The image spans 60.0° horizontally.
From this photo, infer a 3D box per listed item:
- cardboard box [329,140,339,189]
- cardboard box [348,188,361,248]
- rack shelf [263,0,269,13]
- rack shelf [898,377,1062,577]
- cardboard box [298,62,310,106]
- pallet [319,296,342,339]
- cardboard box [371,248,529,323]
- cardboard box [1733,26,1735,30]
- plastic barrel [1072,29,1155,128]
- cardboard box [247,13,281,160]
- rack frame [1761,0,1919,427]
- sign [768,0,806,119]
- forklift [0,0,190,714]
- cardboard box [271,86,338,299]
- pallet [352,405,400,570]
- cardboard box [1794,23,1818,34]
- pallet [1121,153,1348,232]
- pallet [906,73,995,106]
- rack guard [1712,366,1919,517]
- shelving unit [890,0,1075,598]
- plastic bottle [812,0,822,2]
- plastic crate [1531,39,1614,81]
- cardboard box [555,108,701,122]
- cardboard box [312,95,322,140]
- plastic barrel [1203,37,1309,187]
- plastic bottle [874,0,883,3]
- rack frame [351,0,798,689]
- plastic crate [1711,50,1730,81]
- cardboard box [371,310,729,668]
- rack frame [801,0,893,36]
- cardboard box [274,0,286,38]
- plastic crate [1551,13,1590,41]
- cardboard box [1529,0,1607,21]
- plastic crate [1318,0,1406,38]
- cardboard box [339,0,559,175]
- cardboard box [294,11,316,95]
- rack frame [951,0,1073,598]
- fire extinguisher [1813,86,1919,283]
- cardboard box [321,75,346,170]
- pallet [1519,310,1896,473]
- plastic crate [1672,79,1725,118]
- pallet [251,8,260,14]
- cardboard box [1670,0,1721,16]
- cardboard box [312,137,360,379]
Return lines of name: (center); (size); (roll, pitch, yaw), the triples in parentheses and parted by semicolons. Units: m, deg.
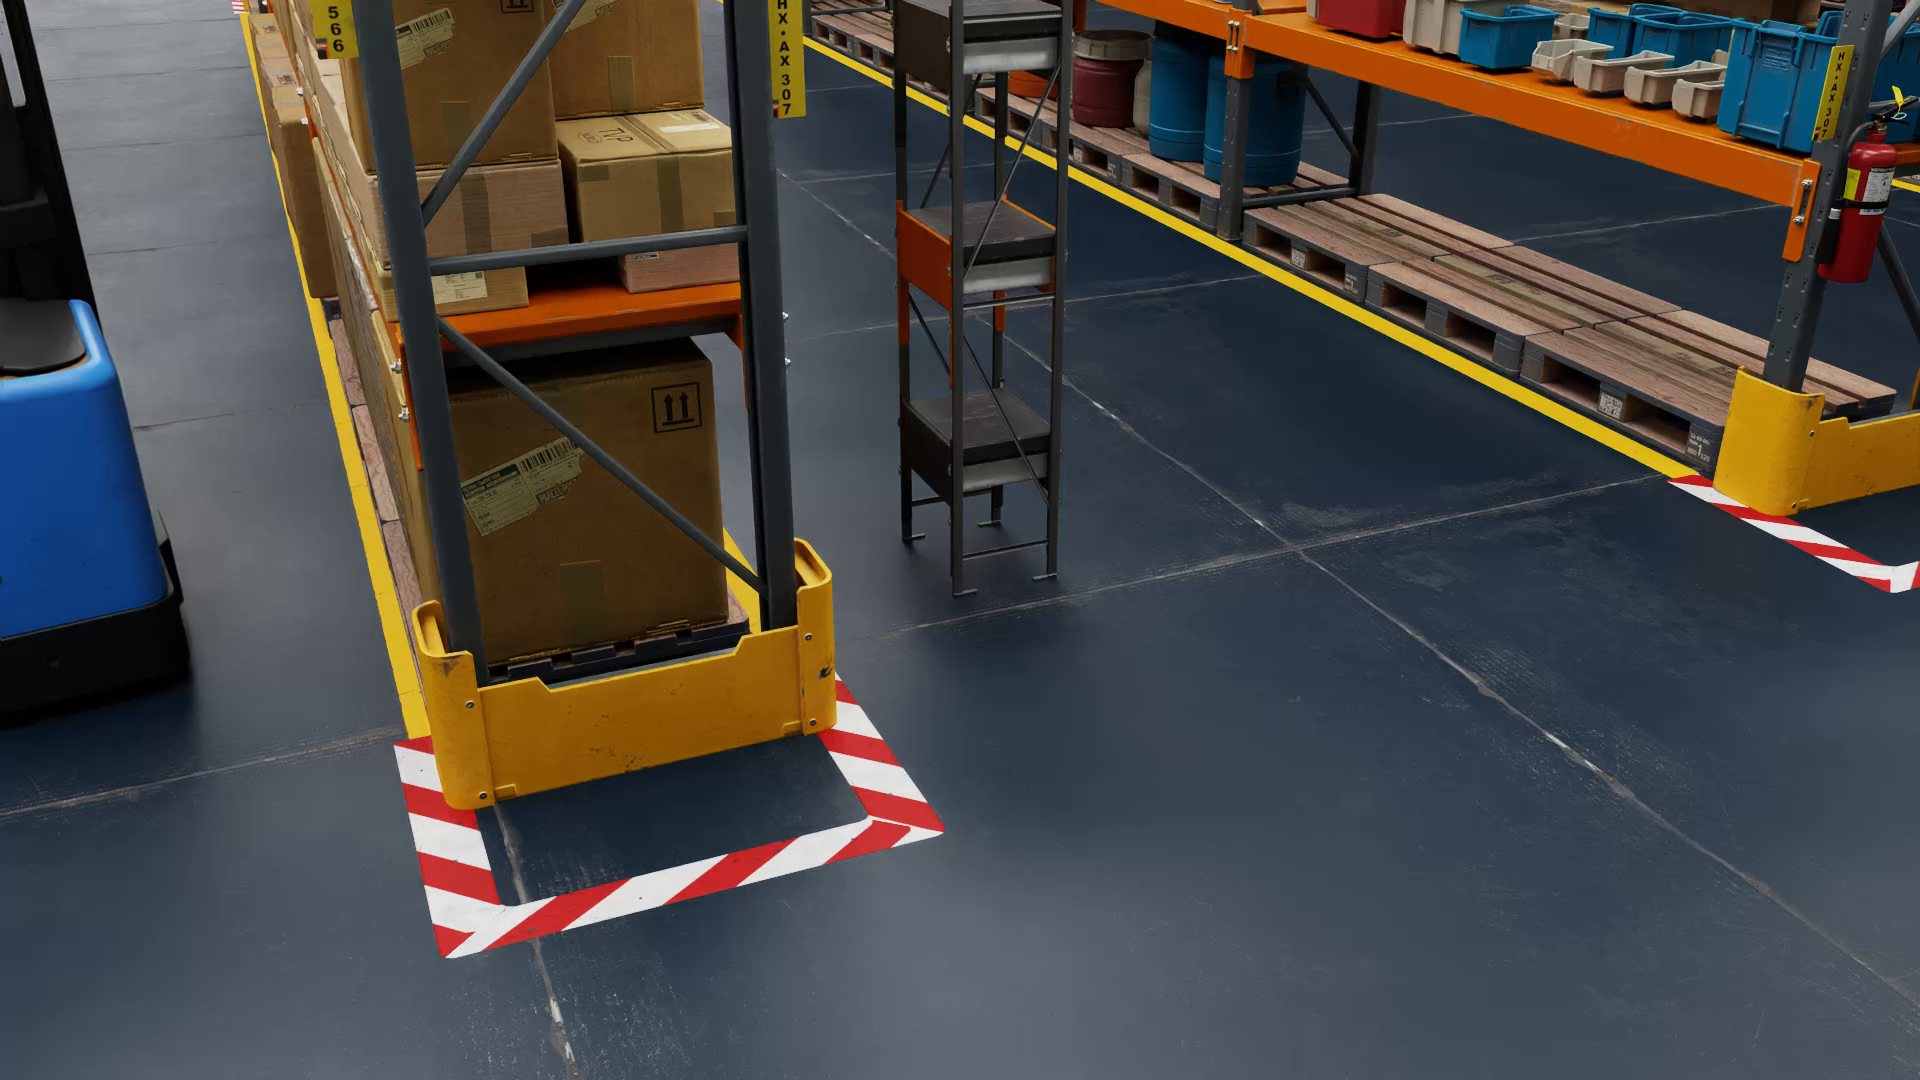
cardboard box: (-2.013, -1.347, 5.876); (0.380, 0.149, 0.250); (-10, 28, -20)
cardboard box: (-1.712, -1.037, 5.242); (0.380, 0.149, 0.250); (-10, 28, -20)
rack shelf: (-4.888, -4.469, 12.804); (1.077, 0.370, 4.000); (-11, 28, -21)
rack shelf: (0.065, -0.235, 5.966); (0.431, 0.518, 0.480); (-11, 28, -21)
cardboard box: (-2.626, -1.974, 7.162); (0.380, 0.149, 0.250); (-12, 28, -22)
pallet: (-2.910, -1.415, 8.908); (1.003, 0.211, 1.213); (-11, 28, -21)
cardboard box: (-1.414, -0.729, 4.612); (0.380, 0.149, 0.250); (-10, 28, -20)
cardboard box: (5.740, -3.699, 12.754); (0.500, 0.500, 0.500); (-10, 28, -20)
plastic barrel: (1.102, -3.290, 11.840); (0.600, 0.588, 0.708); (-11, 28, -21)
cardboard box: (-3.854, -2.937, 10.789); (1.225, 0.875, 0.875); (-12, 28, -23)
rack frame: (3.586, -1.606, 6.121); (1.000, 3.000, 0.127); (-11, 28, -21)
sign: (-0.459, -1.273, 4.361); (0.100, 0.325, 0.005); (-11, 28, -21)
forklift: (-3.648, -1.302, 5.576); (1.130, 2.935, 3.031); (-15, 30, -27)
cardboard box: (-2.807, -1.859, 8.581); (1.225, 0.875, 0.875); (-10, 28, -20)
pallet: (-1.831, -0.303, 6.630); (1.003, 0.211, 1.213); (-11, 28, -21)
cardboard box: (6.394, -3.596, 12.543); (0.500, 0.500, 0.500); (-10, 28, -20)
pallet: (1.755, -2.287, 10.693); (1.003, 0.211, 1.213); (-11, 28, -21)
pallet: (0.185, -3.902, 14.002); (1.003, 0.211, 1.213); (-11, 28, -21)
rack guard: (3.607, -0.475, 6.654); (1.175, 0.500, 0.348); (-11, 28, -21)
shelving unit: (0.065, -0.877, 5.652); (0.431, 2.100, 0.503); (-11, 28, -21)
plastic bottle: (-1.499, -5.693, 17.009); (0.144, 0.351, 0.185); (-11, 28, -21)
plastic crate: (2.735, -2.157, 7.481); (0.298, 0.136, 0.250); (-11, 28, -21)
cardboard box: (-1.121, -1.270, 5.265); (0.500, 0.250, 0.500); (-11, 28, -21)
cardboard box: (-2.317, -1.659, 6.516); (0.380, 0.149, 0.250); (-11, 28, -21)
plastic barrel: (1.822, -2.689, 10.252); (0.600, 0.901, 0.708); (-11, 28, -21)
plastic bottle: (-0.835, -5.626, 16.963); (0.097, 0.271, 0.097); (0, 26, 0)
rack frame: (-0.972, -0.755, 4.378); (1.000, 3.000, 0.127); (-11, 28, -21)
plastic crate: (3.477, -2.088, 7.341); (0.250, 0.136, 0.298); (-11, 28, -21)
cardboard box: (-1.296, -0.234, 5.253); (0.875, 0.875, 0.875); (-11, 28, -21)
rack frame: (-1.114, -6.451, 16.043); (1.000, 3.000, 0.127); (-11, 28, -21)
cardboard box: (-3.371, -2.967, 8.795); (0.500, 0.500, 0.500); (-11, 28, -21)
plastic crate: (2.978, -2.478, 8.139); (0.293, 0.136, 0.466); (-11, 28, -21)
cardboard box: (5.137, -4.317, 14.020); (0.500, 0.500, 0.500); (-12, 28, -22)
plastic crate: (2.138, -2.873, 8.575); (0.402, 0.464, 0.583); (-11, 28, -21)
cardboard box: (-1.404, -1.310, 4.491); (0.500, 0.500, 0.500); (-10, 28, -20)
cardboard box: (-2.405, -2.000, 6.759); (0.500, 0.250, 0.500); (-11, 28, -21)
rack frame: (0.160, -0.778, 5.451); (0.400, 2.100, 0.015); (-11, 28, -21)
fire extinguisher: (3.227, -1.265, 5.935); (0.296, 0.674, 0.183); (-11, 28, -21)
cardboard box: (-1.803, -1.382, 5.493); (0.500, 0.250, 0.500); (-12, 28, -22)
pallet: (3.298, -0.693, 7.428); (1.003, 0.211, 1.213); (-11, 28, -21)
plastic crate: (3.100, -1.813, 6.776); (0.396, 0.136, 0.243); (-11, 28, -21)
pallet: (-6.448, -5.105, 16.465); (1.003, 0.211, 1.213); (-11, 28, -21)
cardboard box: (6.025, -4.325, 13.183); (0.500, 0.250, 0.500); (-11, 28, -22)
cardboard box: (-2.353, -1.324, 7.485); (0.875, 0.875, 0.875); (-11, 28, -21)
